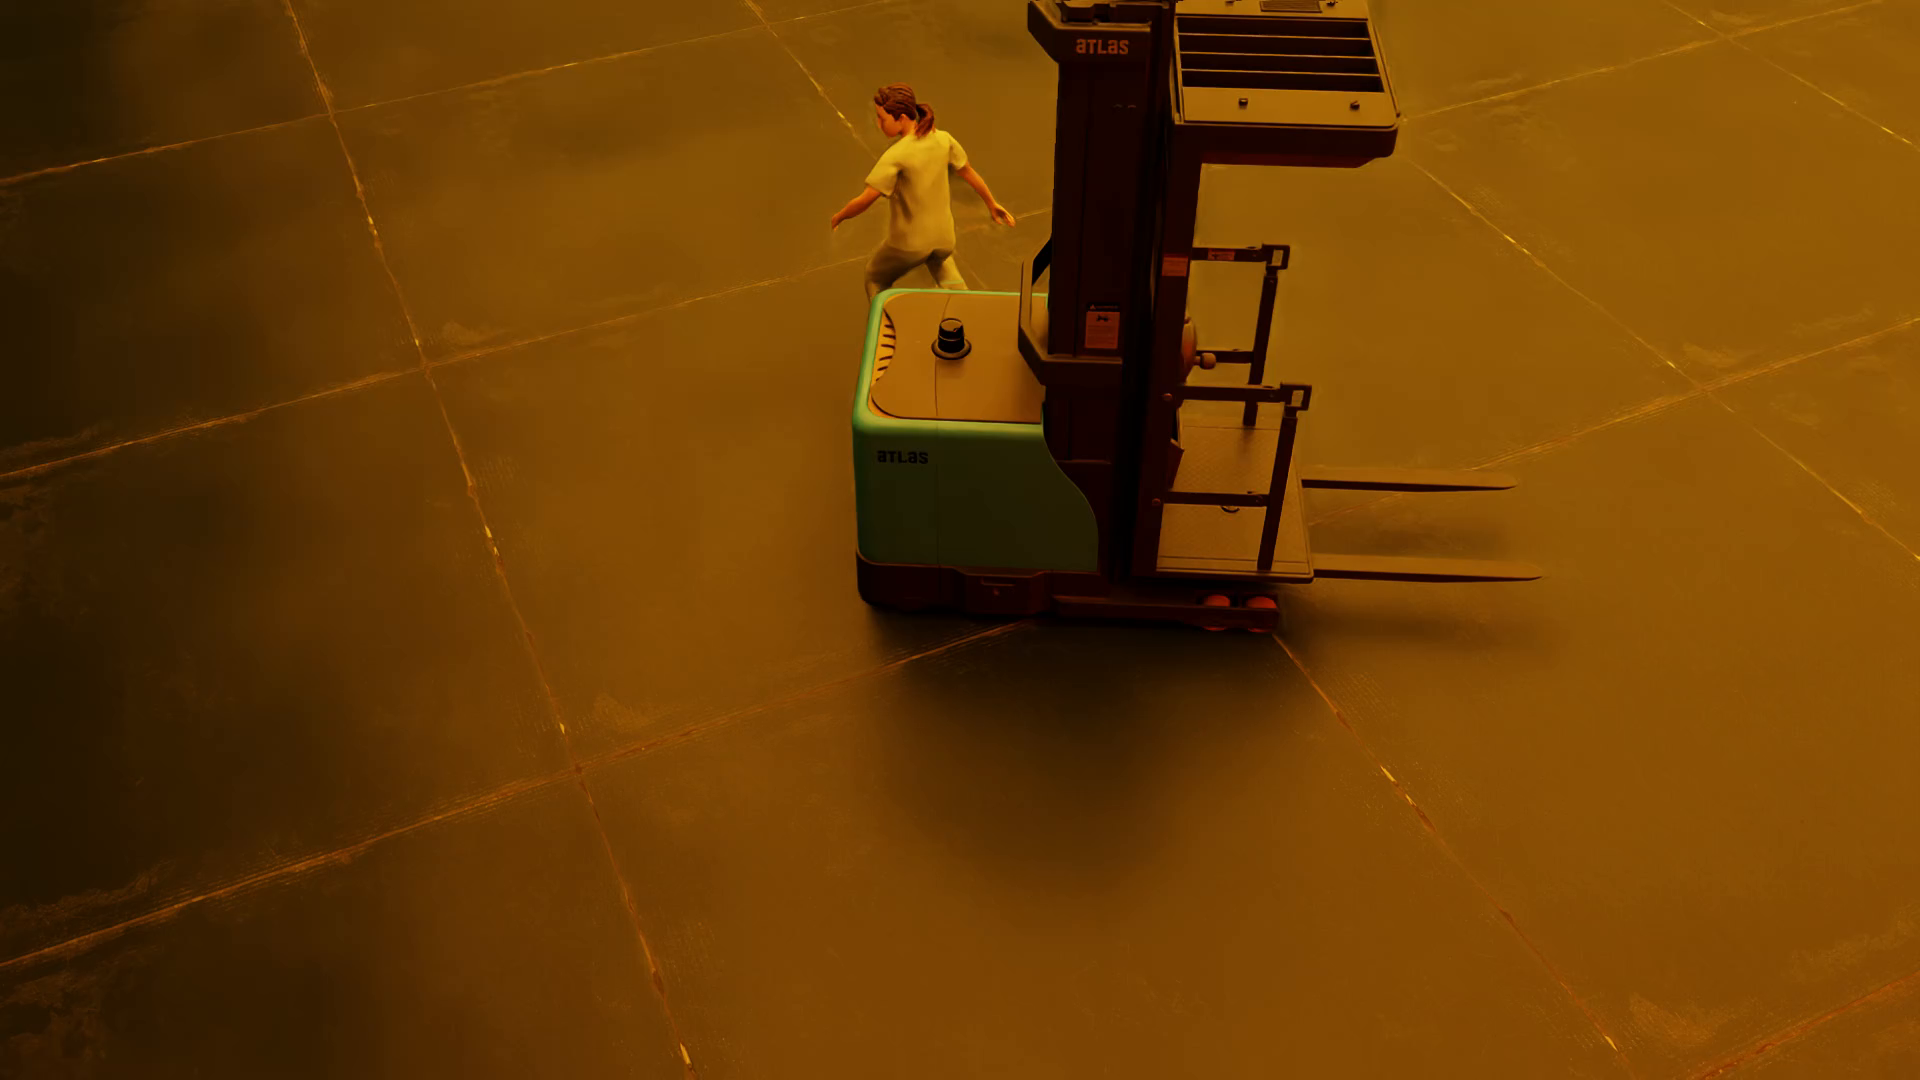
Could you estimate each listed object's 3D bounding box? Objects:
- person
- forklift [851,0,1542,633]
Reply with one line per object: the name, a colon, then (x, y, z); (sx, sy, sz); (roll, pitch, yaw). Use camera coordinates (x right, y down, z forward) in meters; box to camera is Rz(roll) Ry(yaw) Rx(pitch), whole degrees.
person: (-0.186, -1.580, 8.463); (0.885, 1.549, 0.460); (-24, 48, -23)
forklift: (1.077, -1.036, 6.791); (3.031, 2.935, 1.130); (2, 43, 3)
